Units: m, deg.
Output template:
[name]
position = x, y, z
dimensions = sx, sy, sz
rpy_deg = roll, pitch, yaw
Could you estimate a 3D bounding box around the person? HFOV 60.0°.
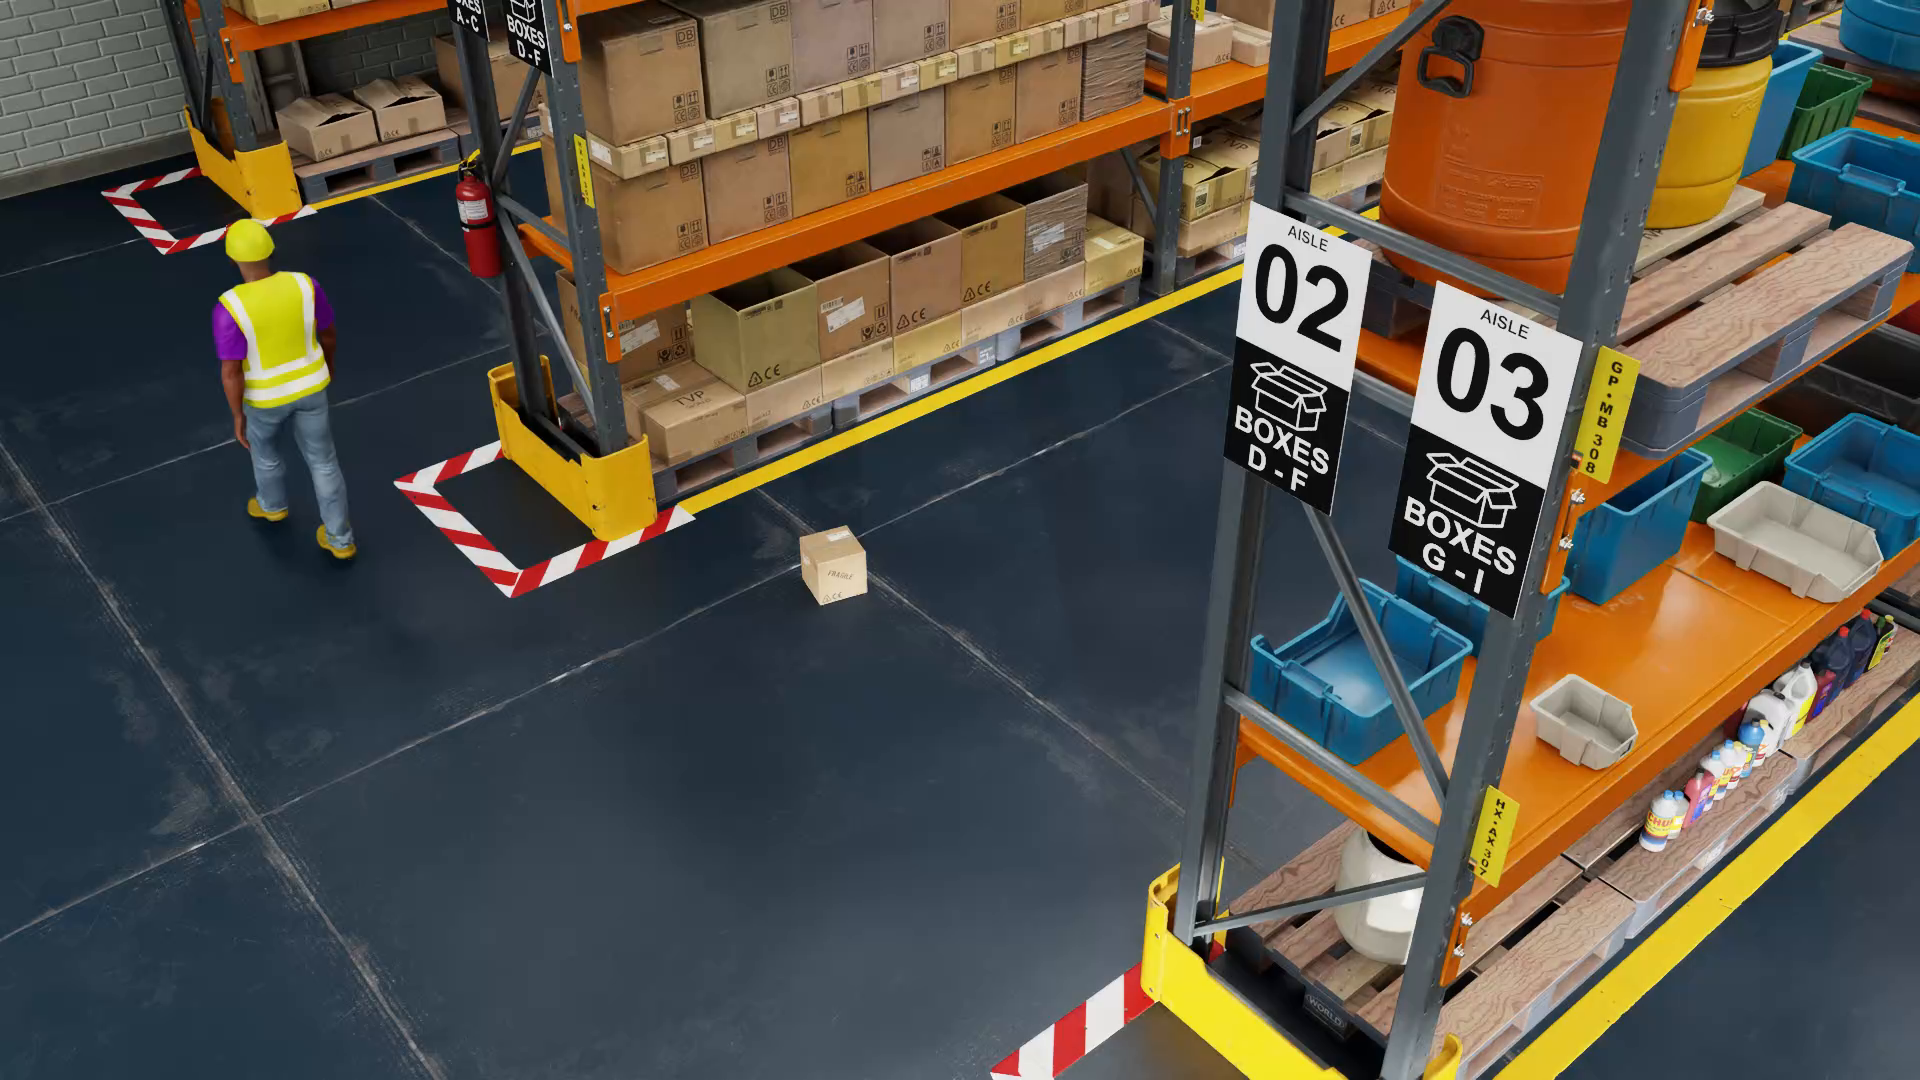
[person]
position = -3.327, -0.779, 8.121
dimensions = 0.612, 1.747, 0.851
rpy_deg = -25, 43, -31
